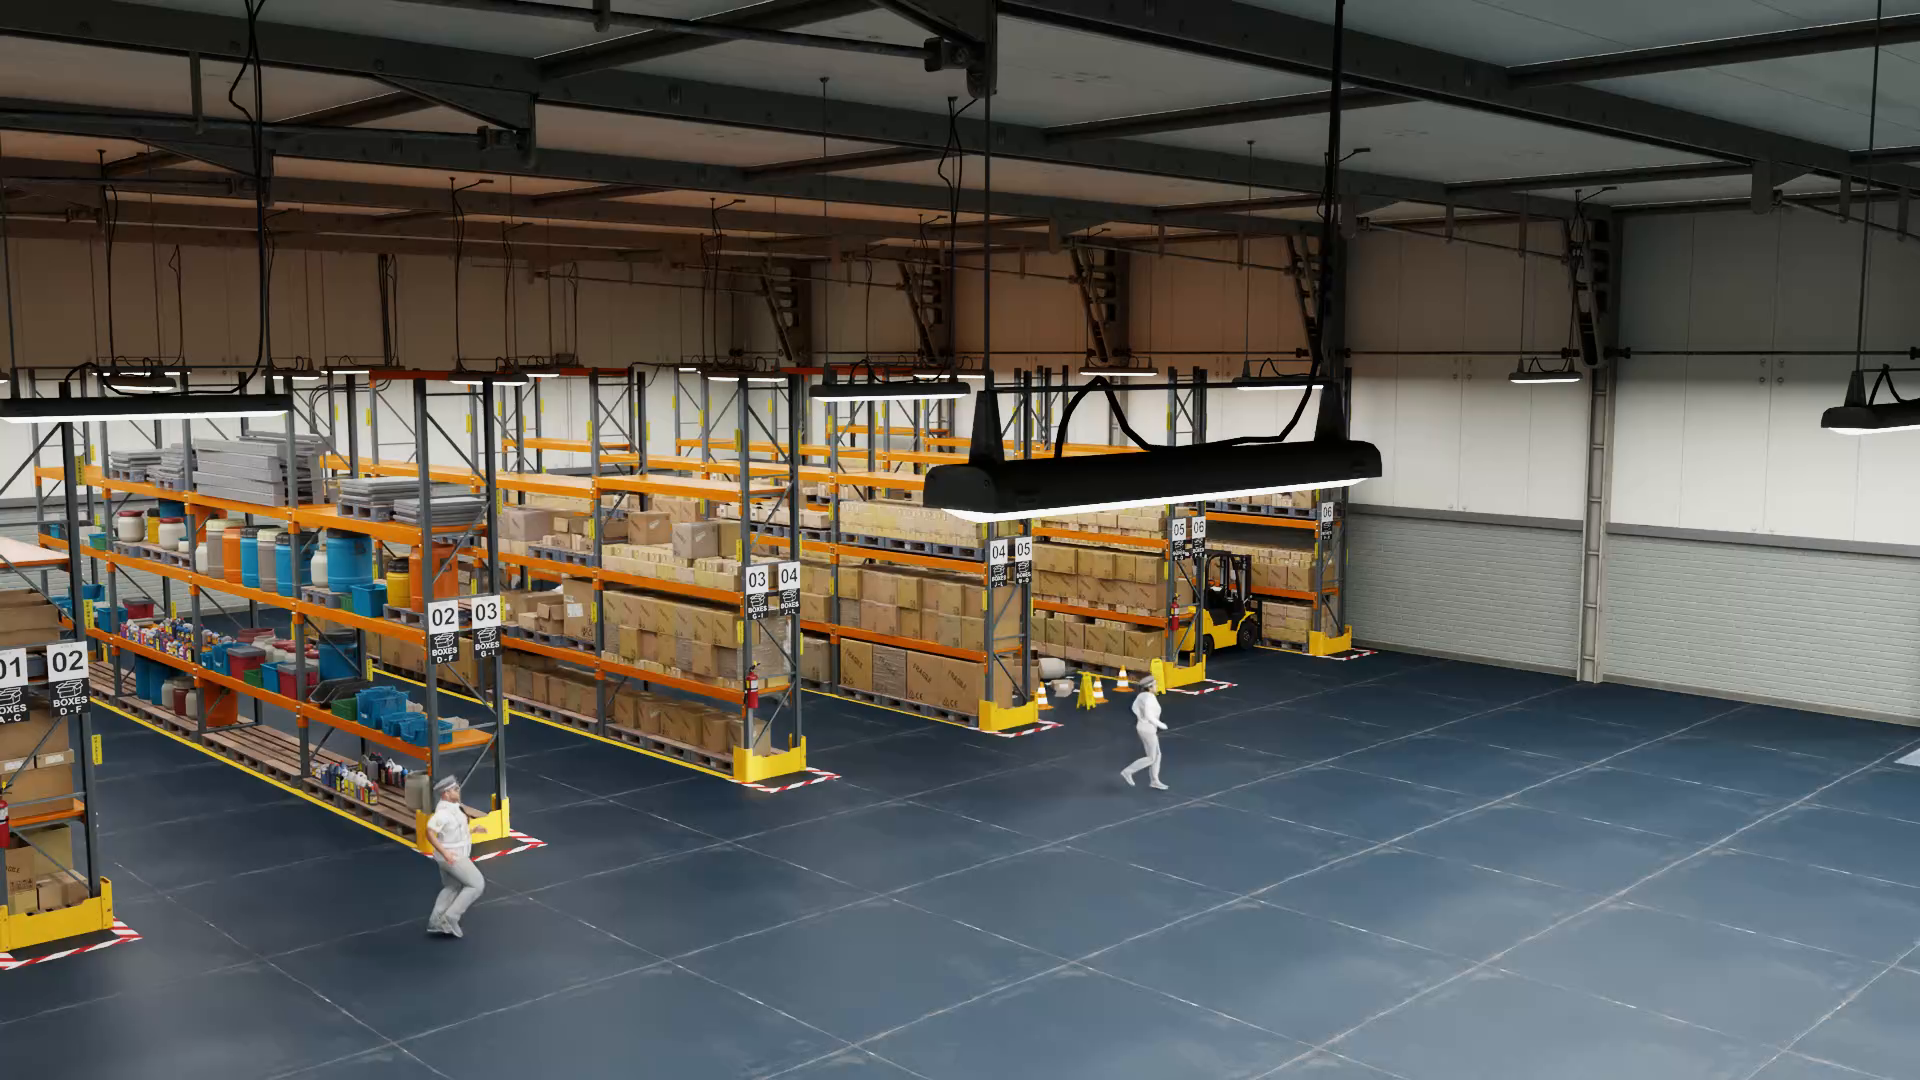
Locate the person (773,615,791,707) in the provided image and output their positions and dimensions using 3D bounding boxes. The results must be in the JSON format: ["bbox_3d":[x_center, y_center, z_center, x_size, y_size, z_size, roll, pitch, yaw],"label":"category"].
[{"bbox_3d":[-3.152,2.073,29.923,0.683,1.815,0.669,6,9,41],"label":"person"}]

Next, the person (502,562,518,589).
[{"bbox_3d":[-11.047,0.861,40.782,0.508,1.625,0.789,-4,7,-30],"label":"person"}]

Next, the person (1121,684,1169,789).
[{"bbox_3d":[2.674,2.815,24.102,0.737,1.646,0.644,-1,7,-8],"label":"person"}]

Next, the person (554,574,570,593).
[{"bbox_3d":[-8.316,1.546,35.229,0.598,1.677,0.812,-5,8,-39],"label":"person"}]

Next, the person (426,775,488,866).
[{"bbox_3d":[-5.452,3.000,18.005,0.662,0.919,0.646,-2,7,-19],"label":"person"}]
